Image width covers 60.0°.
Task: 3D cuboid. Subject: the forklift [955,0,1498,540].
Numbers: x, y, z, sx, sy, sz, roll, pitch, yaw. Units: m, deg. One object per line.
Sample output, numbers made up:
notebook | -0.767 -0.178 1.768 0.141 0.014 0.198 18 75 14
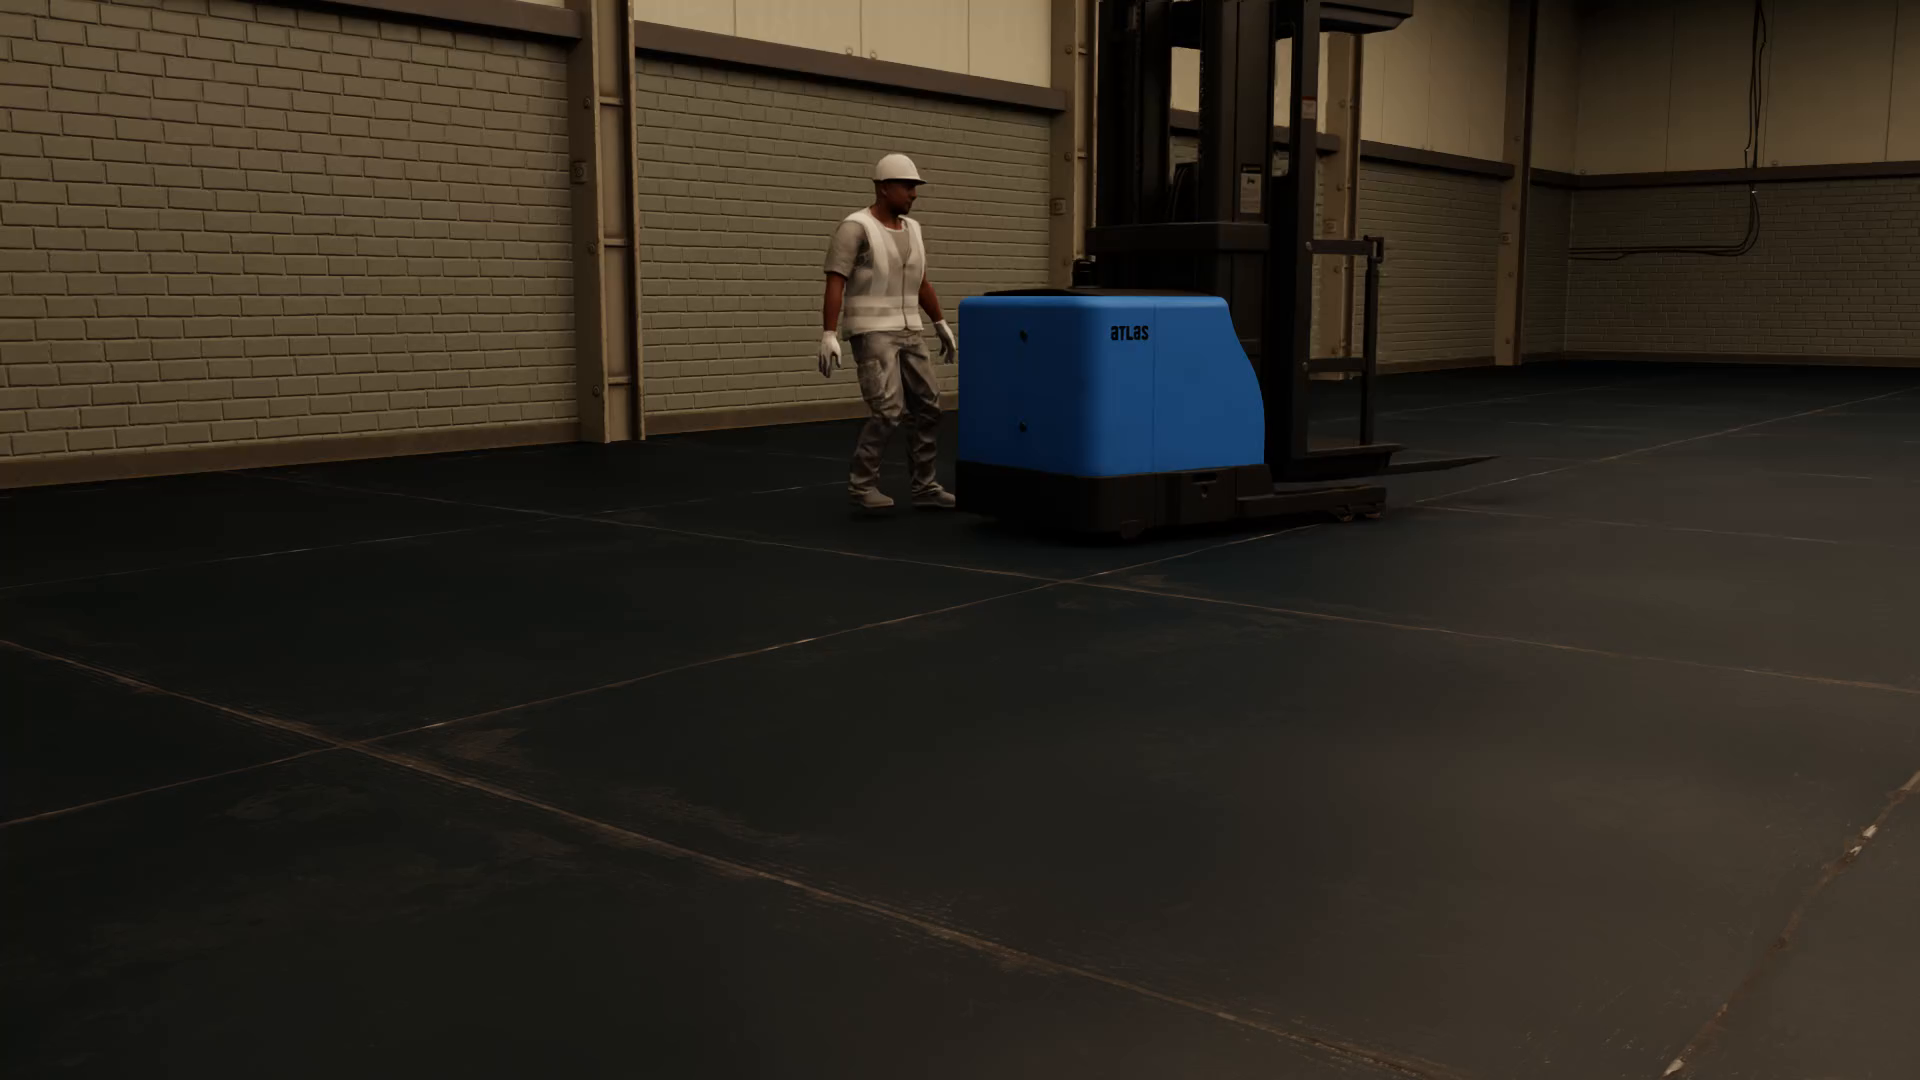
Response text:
forklift | 1.472 -1.592 8.164 3.031 2.935 1.130 -6 10 -35

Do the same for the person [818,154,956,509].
person | -0.341 -1.001 8.190 0.399 1.752 0.840 7 11 39
